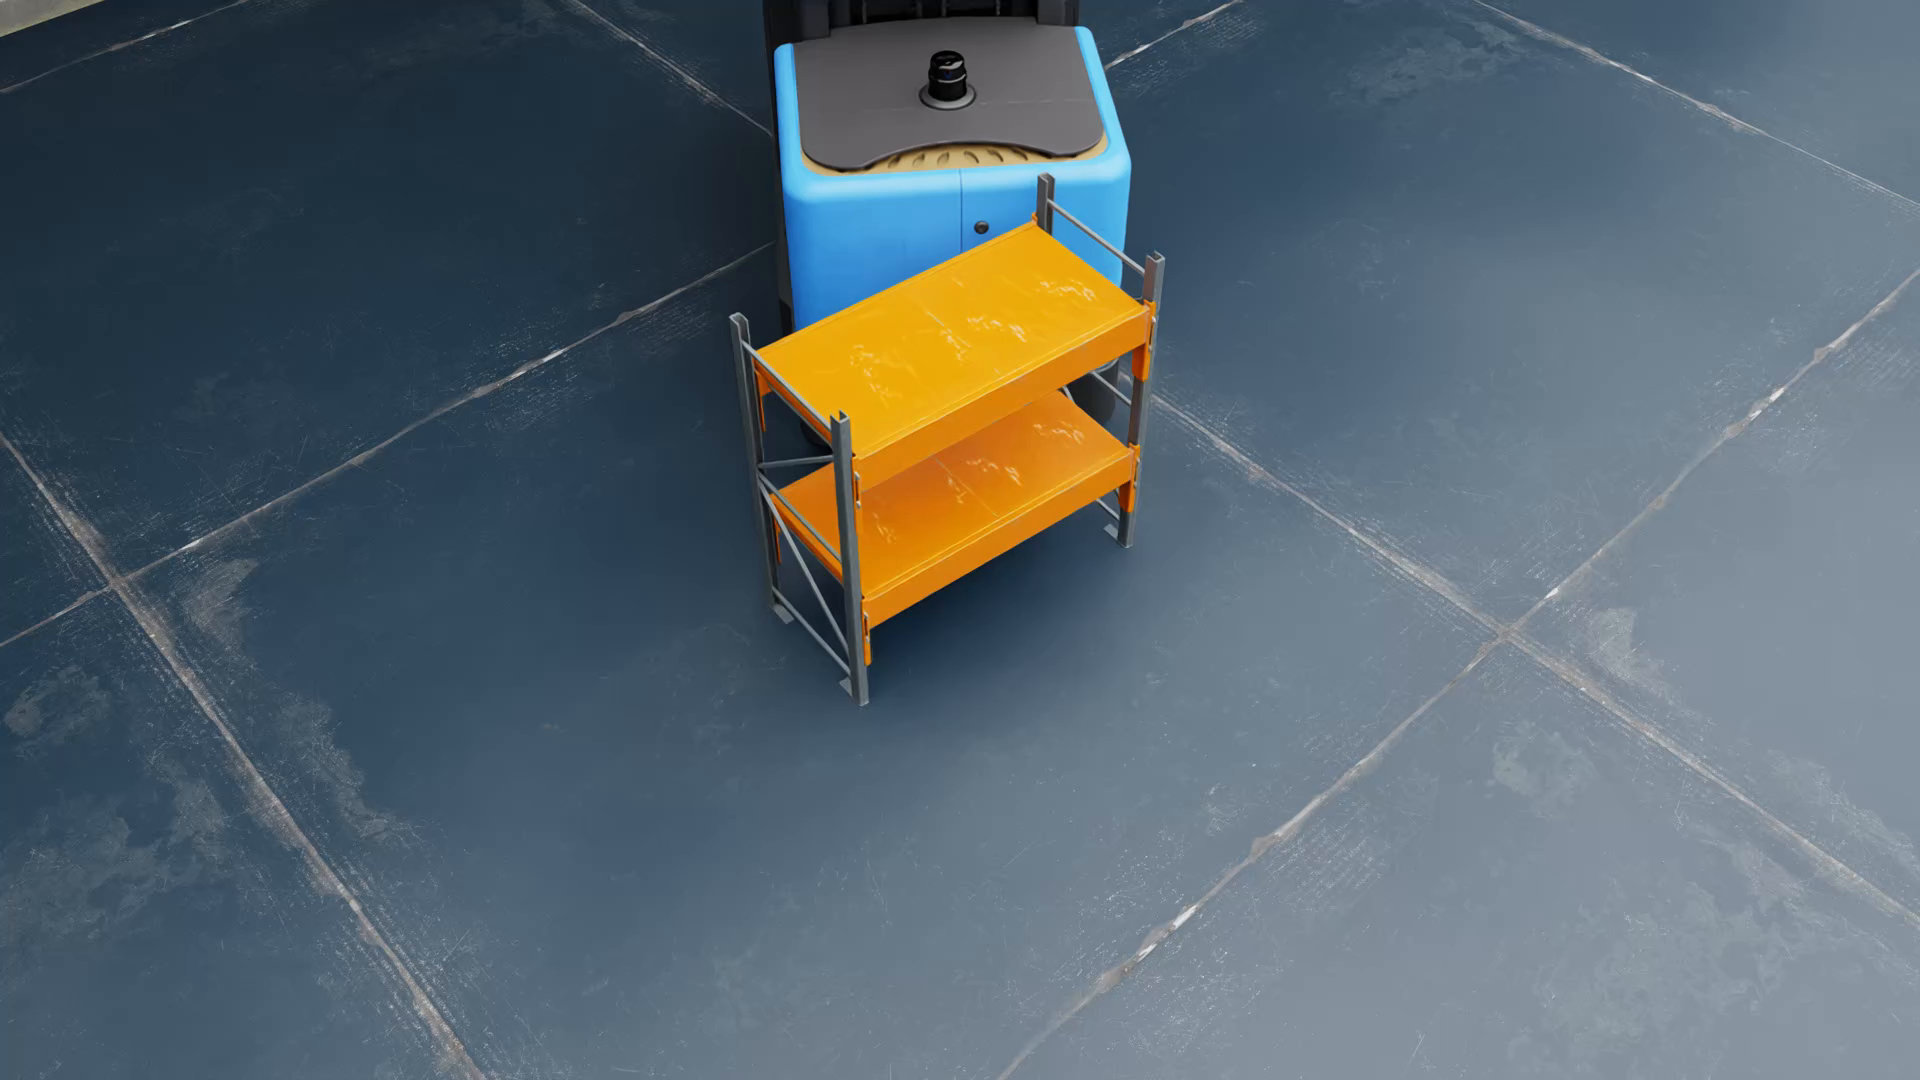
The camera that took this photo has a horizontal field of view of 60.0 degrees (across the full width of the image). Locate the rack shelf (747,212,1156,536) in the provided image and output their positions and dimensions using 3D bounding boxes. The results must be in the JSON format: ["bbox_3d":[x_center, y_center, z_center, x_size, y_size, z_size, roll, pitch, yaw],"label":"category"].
[{"bbox_3d":[-0.023,-0.475,4.525,1.000,0.278,0.538,-29,54,-24],"label":"rack shelf"}]

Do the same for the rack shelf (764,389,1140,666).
[{"bbox_3d":[-0.023,-0.111,4.920,1.000,0.278,0.538,-29,54,-24],"label":"rack shelf"}]

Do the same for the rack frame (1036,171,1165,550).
[{"bbox_3d":[0.381,-0.504,4.949,0.032,1.125,0.500,-29,54,-24],"label":"rack frame"}]

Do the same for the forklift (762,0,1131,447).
[{"bbox_3d":[-0.160,-2.390,5.461,1.130,2.935,3.031,-5,47,-4],"label":"forklift"}]

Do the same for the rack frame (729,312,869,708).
[{"bbox_3d":[-0.427,-0.050,4.531,0.032,1.125,0.500,-29,54,-24],"label":"rack frame"}]

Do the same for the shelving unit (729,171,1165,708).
[{"bbox_3d":[-0.023,-0.277,4.740,1.048,1.125,0.538,-29,54,-24],"label":"shelving unit"}]
